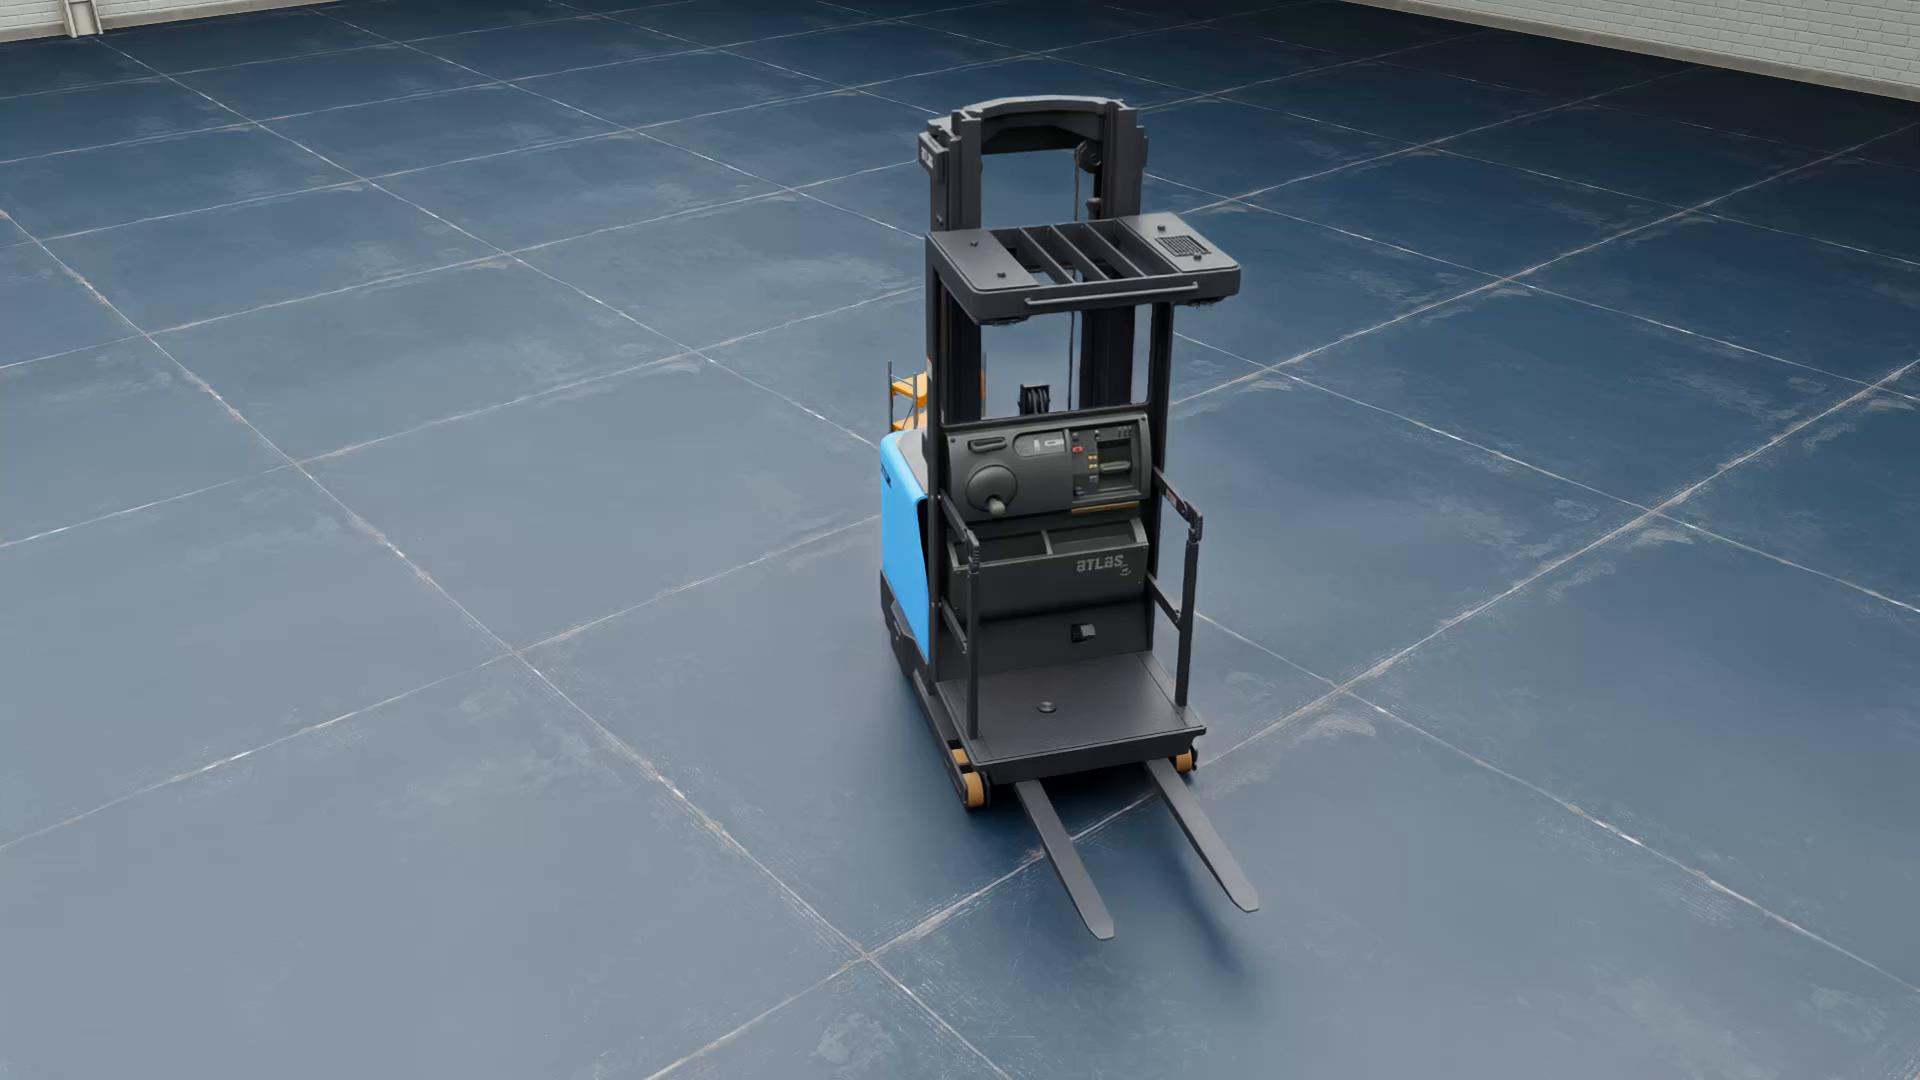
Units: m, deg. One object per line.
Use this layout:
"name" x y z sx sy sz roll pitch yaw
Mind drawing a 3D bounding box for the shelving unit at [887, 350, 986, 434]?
"shelving unit" -0.126 -0.479 9.372 0.503 1.200 0.258 -22 35 -35

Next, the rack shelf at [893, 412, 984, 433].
"rack shelf" -0.126 -0.616 9.299 0.480 0.148 0.258 -22 35 -35

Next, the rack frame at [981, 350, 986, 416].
"rack frame" 0.060 -0.553 9.512 0.015 1.200 0.240 -22 35 -35

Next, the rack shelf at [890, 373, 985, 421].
"rack shelf" -0.126 -0.825 9.187 0.480 0.148 0.258 -22 35 -35

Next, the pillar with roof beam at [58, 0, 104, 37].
"pillar with roof beam" -9.131 -9.324 17.649 0.400 9.000 9.100 -22 35 -35

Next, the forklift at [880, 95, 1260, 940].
"forklift" 0.459 -0.288 7.178 1.130 2.935 3.031 -7 29 -14

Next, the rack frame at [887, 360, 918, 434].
"rack frame" -0.312 -0.404 9.233 0.015 1.200 0.240 -22 35 -35
